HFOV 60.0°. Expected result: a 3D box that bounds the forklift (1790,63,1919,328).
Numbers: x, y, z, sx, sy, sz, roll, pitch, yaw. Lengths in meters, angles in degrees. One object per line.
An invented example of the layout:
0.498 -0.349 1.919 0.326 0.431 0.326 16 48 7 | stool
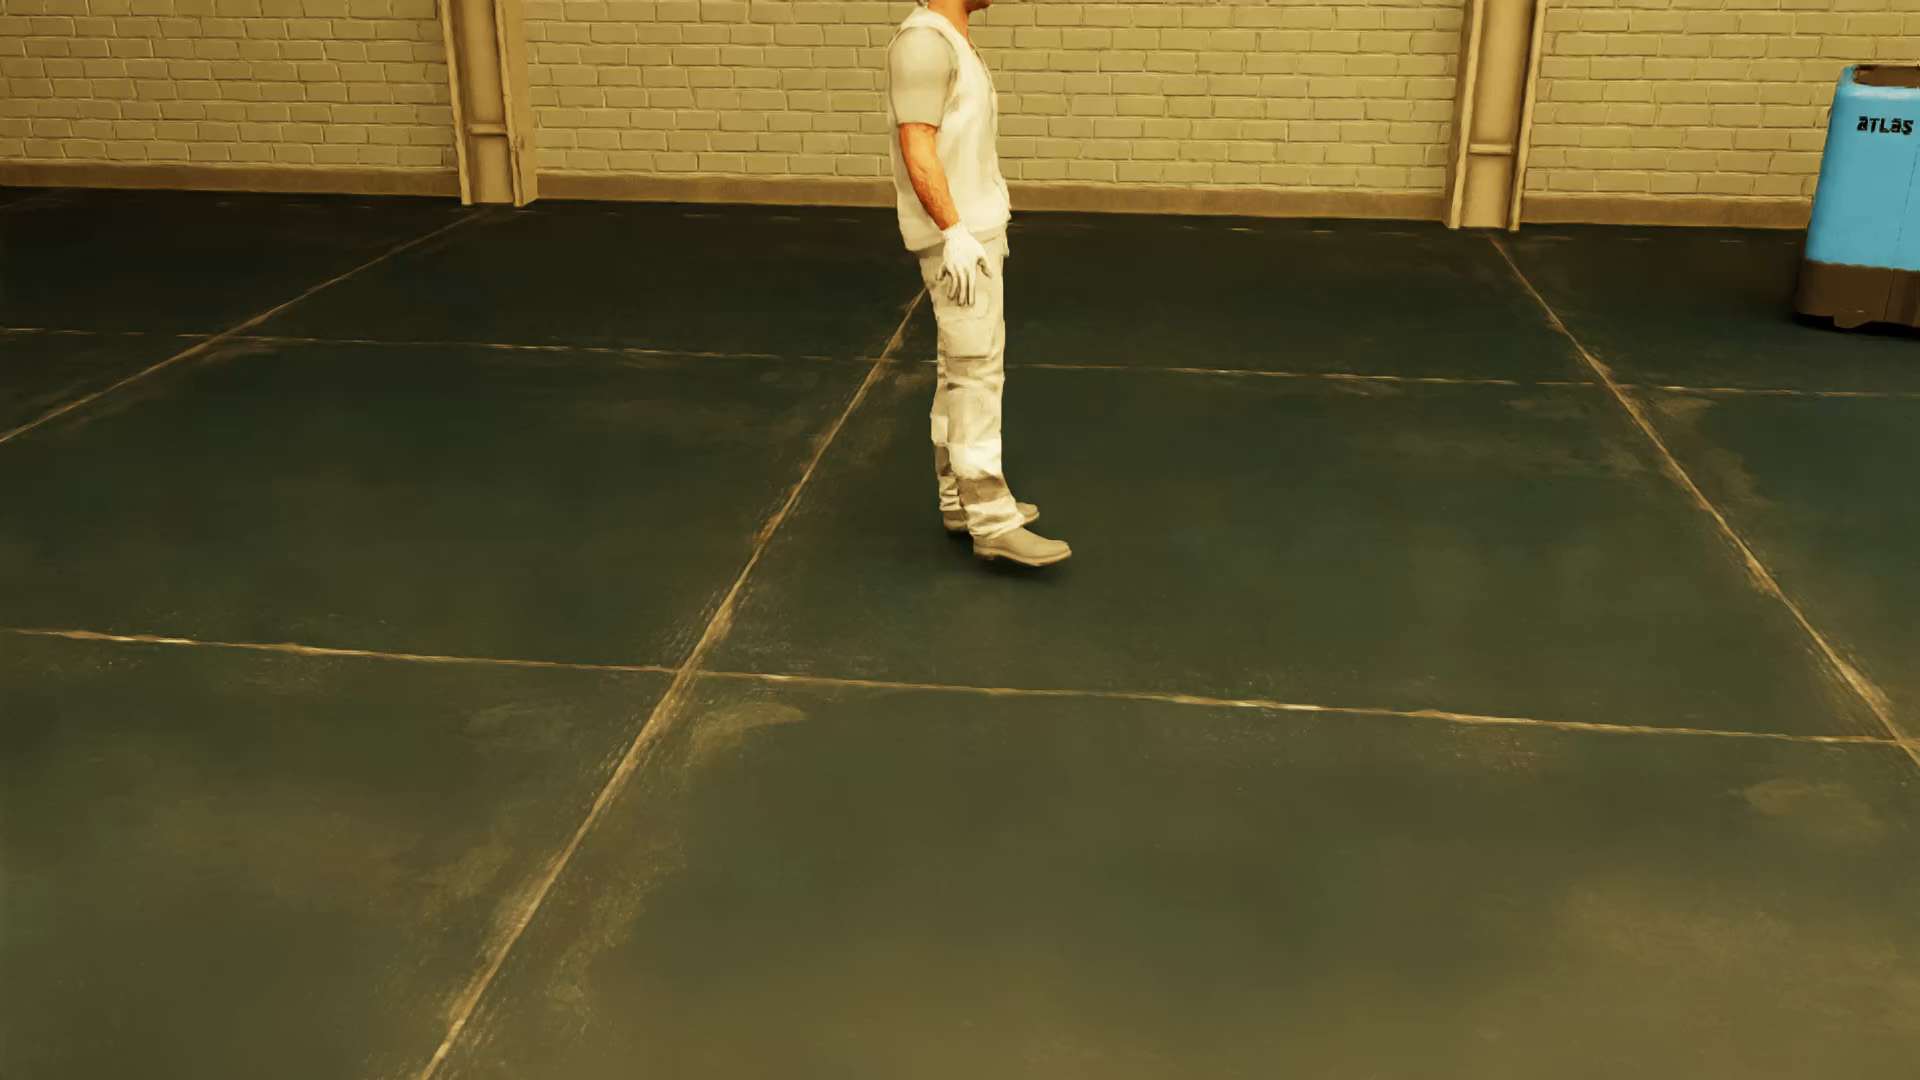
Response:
5.349 -2.237 6.810 3.031 2.935 1.130 11 24 25 | forklift

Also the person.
0.078 -0.865 4.806 0.563 1.787 0.637 3 22 7 | person
